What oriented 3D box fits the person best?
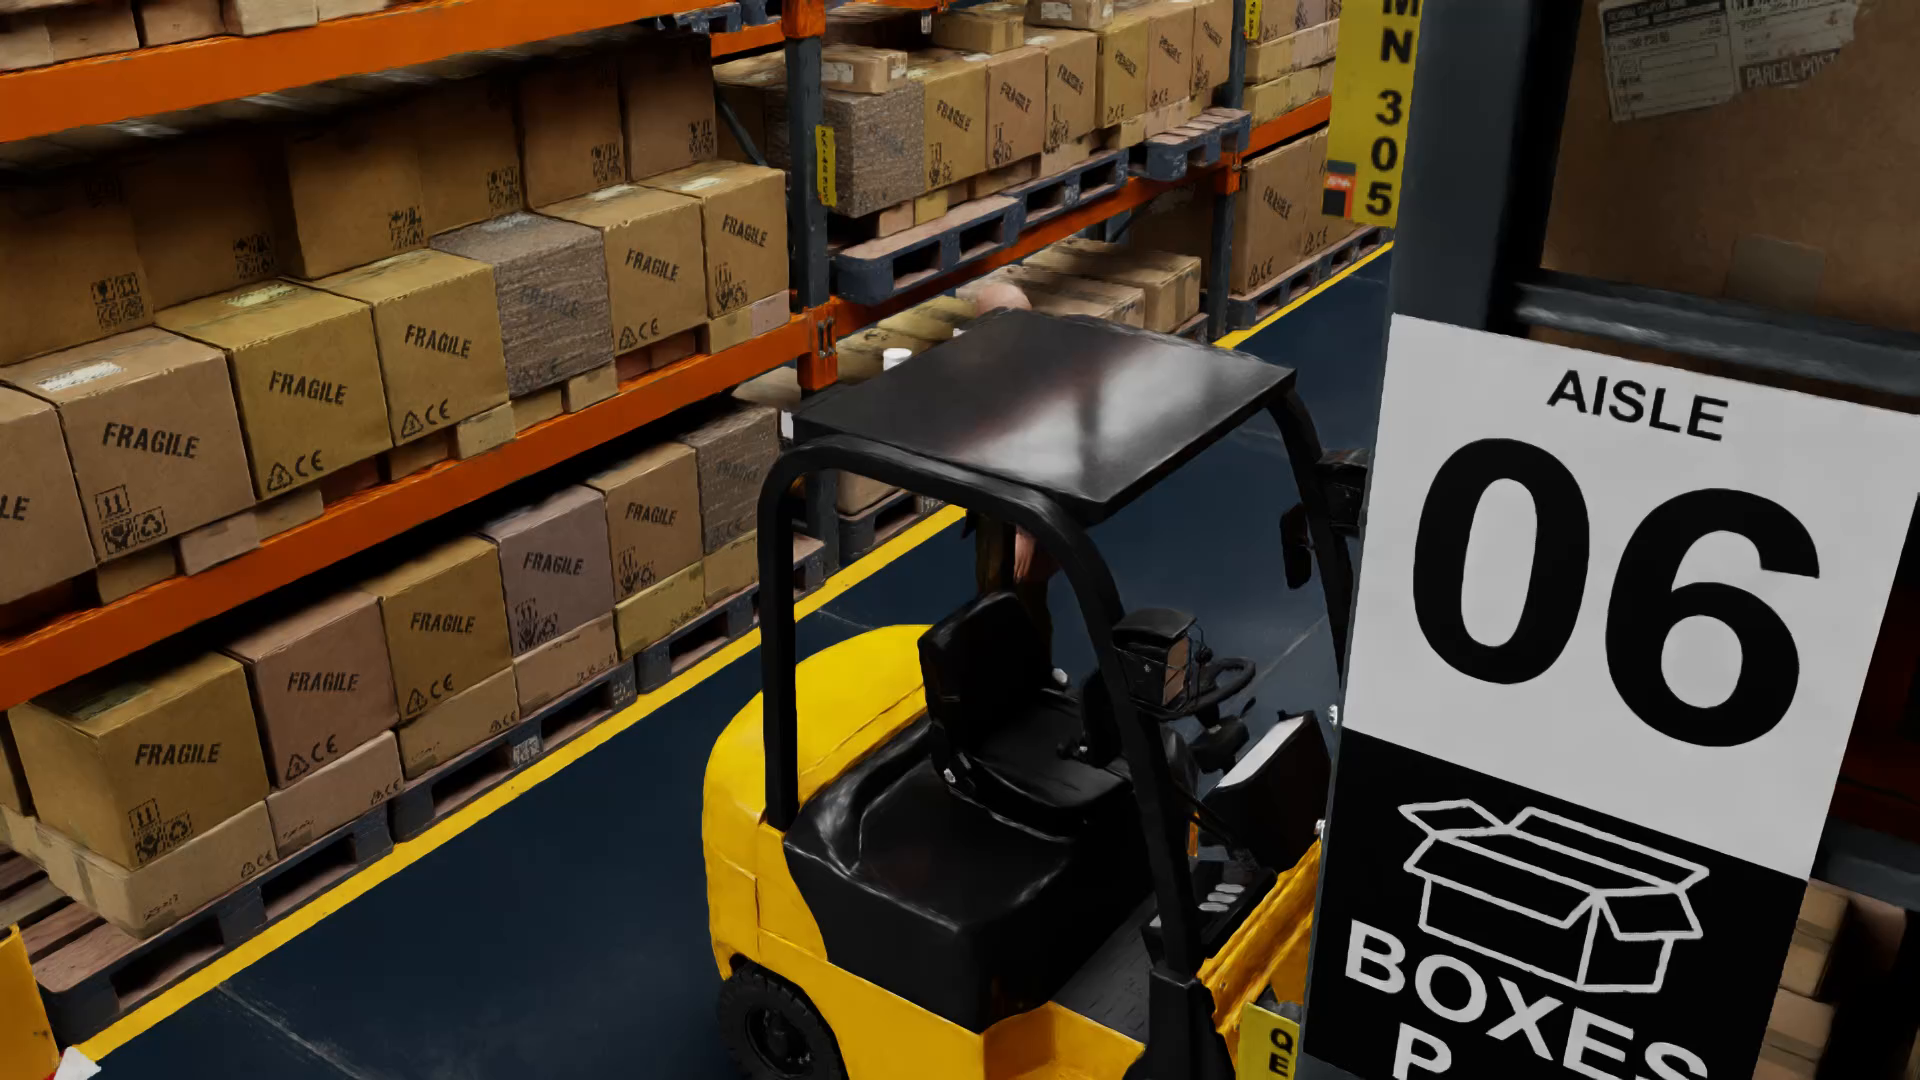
[{"bbox_3d":[0.202,-0.089,6.331,0.377,1.826,0.682,-10,28,-19],"label":"person"}]
